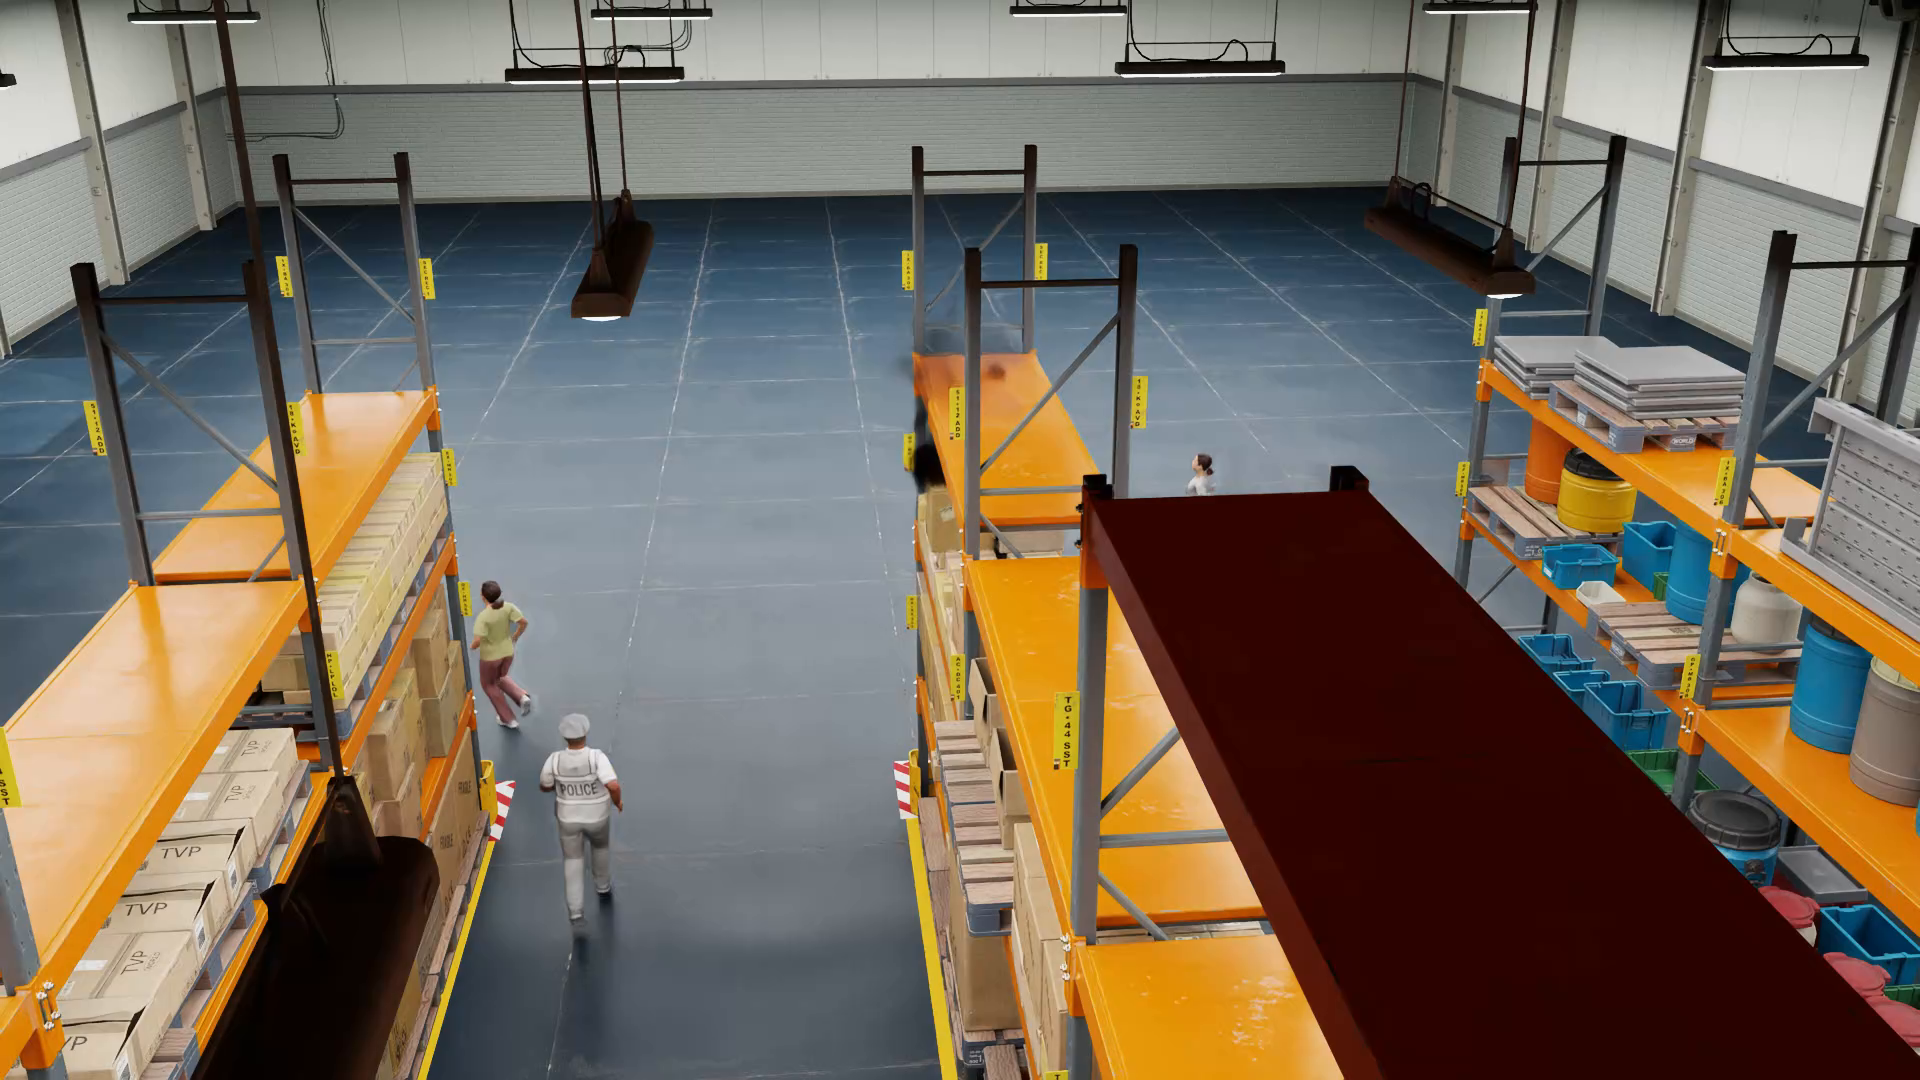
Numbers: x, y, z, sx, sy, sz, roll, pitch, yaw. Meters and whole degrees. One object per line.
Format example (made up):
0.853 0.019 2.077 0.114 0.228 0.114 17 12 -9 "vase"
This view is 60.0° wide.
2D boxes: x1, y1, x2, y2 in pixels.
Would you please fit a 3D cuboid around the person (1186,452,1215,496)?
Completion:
2.901 -0.291 20.166 0.554 1.624 0.546 6 22 15 "person"

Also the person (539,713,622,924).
-3.063 2.235 13.536 0.662 1.790 0.876 -3 22 -8 "person"

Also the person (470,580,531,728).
-4.607 1.138 16.560 0.505 1.602 0.599 16 27 35 "person"
